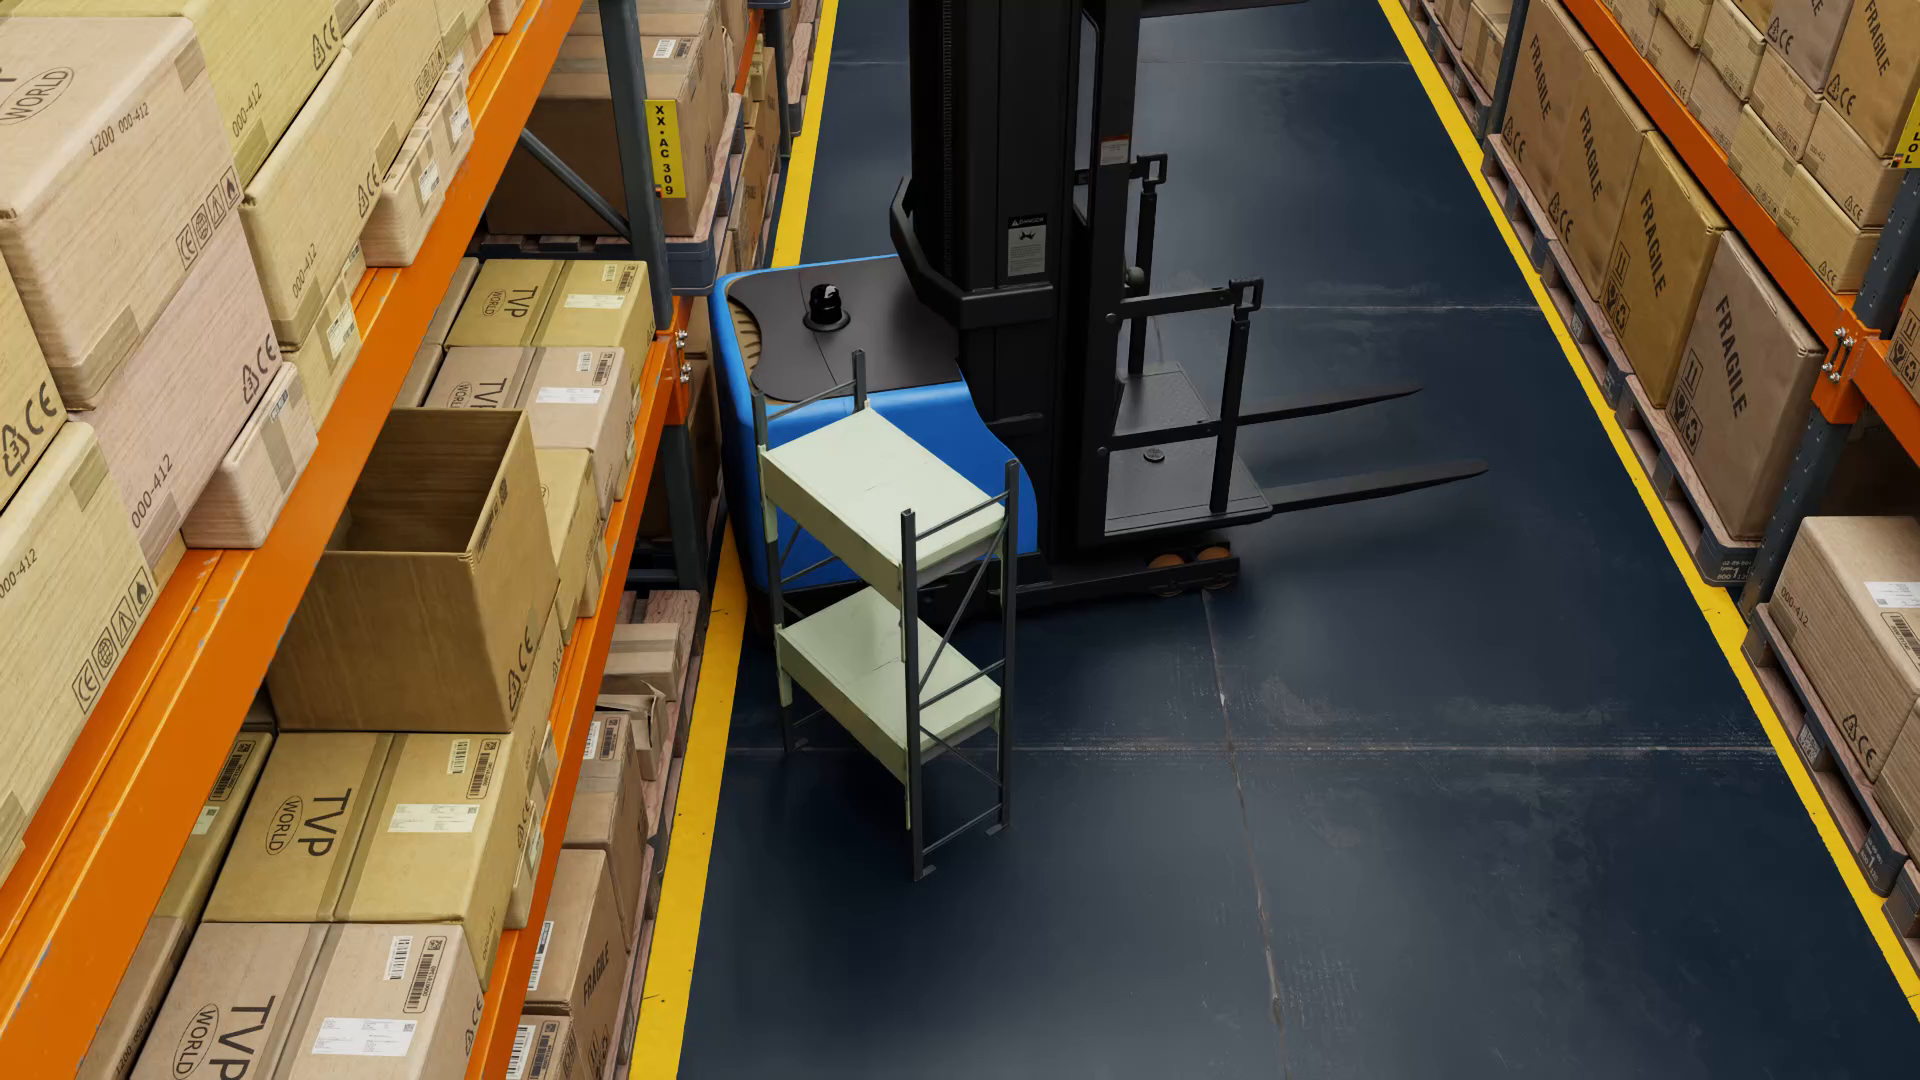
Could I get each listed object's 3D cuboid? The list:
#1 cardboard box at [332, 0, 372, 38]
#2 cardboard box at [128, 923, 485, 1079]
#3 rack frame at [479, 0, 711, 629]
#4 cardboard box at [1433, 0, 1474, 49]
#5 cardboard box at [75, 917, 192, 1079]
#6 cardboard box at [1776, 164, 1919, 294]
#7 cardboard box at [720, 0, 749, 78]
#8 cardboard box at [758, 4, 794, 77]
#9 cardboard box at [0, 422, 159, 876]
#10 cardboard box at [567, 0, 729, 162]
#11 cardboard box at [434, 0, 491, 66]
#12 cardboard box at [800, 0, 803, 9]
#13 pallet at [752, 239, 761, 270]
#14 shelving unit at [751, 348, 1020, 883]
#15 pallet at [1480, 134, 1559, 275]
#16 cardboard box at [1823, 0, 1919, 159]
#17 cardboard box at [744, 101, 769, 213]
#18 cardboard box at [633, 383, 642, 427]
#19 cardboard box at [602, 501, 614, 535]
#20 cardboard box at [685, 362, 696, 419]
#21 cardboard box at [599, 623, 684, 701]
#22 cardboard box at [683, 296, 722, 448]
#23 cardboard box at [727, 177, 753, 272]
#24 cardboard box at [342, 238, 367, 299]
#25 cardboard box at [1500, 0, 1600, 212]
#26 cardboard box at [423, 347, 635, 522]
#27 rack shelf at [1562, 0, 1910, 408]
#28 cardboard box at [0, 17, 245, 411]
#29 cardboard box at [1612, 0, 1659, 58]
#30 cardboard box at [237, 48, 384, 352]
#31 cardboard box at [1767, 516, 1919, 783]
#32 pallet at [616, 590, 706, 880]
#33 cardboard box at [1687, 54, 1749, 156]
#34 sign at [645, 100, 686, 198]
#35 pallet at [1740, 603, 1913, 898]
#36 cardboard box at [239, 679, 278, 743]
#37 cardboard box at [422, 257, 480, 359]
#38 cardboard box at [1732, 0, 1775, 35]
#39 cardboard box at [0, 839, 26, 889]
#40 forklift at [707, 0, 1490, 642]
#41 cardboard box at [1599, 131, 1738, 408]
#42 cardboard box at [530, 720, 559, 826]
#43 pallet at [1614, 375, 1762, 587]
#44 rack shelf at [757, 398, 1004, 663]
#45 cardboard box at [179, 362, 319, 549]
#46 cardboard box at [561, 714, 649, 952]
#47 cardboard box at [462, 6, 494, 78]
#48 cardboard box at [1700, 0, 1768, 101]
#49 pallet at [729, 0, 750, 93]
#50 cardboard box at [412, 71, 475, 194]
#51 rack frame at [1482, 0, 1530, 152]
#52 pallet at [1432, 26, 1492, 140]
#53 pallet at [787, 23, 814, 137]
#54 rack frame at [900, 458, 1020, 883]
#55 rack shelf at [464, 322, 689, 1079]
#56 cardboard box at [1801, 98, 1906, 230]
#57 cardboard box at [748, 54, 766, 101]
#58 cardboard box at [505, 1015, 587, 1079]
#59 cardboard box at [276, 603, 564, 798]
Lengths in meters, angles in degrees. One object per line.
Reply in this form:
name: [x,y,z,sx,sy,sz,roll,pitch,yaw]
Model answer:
cardboard box: [-1.213,-1.022,2.710,0.500,0.250,0.500,1,39,1]
cardboard box: [-1.189,0.973,3.019,0.500,0.250,0.500,0,39,0]
rack frame: [-1.462,-0.871,5.439,1.000,3.000,0.127,0,39,0]
cardboard box: [3.498,-3.332,10.275,0.950,0.372,0.625,-1,39,-1]
cardboard box: [-1.723,0.962,3.032,0.500,0.250,0.500,0,39,0]
cardboard box: [3.249,-1.099,5.843,0.500,0.250,0.500,-1,39,-1]
cardboard box: [-1.240,-2.192,6.670,0.700,0.500,0.500,0,39,0]
cardboard box: [-1.454,-3.000,9.658,0.875,0.625,0.625,1,39,1]
cardboard box: [-1.184,0.124,1.680,0.500,0.250,0.500,0,39,-1]
cardboard box: [-1.239,-1.701,6.058,0.700,0.500,0.500,0,39,0]
cardboard box: [-1.211,-1.153,3.273,0.500,0.250,0.500,1,39,1]
cardboard box: [-1.463,-3.830,10.693,0.875,0.625,0.625,-2,39,-2]
pallet: [-1.505,-1.057,7.900,1.003,0.211,1.213,0,39,0]
shelving unit: [-0.225,0.260,5.226,0.431,1.500,0.755,-27,46,-29]
pallet: [3.423,-1.798,8.824,1.003,0.211,1.213,0,39,0]
cardboard box: [3.250,-1.586,5.451,0.500,0.500,0.500,1,39,1]
cardboard box: [-1.261,-1.984,8.490,0.500,0.500,0.500,-1,39,-1]
cardboard box: [-1.187,-0.411,5.066,0.380,0.149,0.250,1,39,1]
cardboard box: [-1.189,-0.085,4.658,0.380,0.149,0.250,1,39,1]
cardboard box: [-1.196,-0.538,6.167,0.380,0.149,0.250,2,39,2]
cardboard box: [-1.168,0.425,5.765,0.380,0.149,0.250,-1,39,-1]
cardboard box: [-1.248,-0.696,6.882,0.500,0.500,0.500,-1,39,-1]
cardboard box: [-1.238,-1.332,7.677,0.500,0.500,0.500,-1,39,-2]
cardboard box: [-1.202,-0.441,2.704,0.380,0.149,0.250,0,39,-1]
cardboard box: [3.415,-2.282,8.562,0.875,0.875,0.875,0,39,0]
cardboard box: [-1.202,-0.297,4.605,0.500,0.250,0.500,0,39,0]
rack shelf: [3.500,-1.847,7.232,1.077,0.370,4.000,0,39,0]
cardboard box: [-1.188,-0.389,1.920,0.500,0.250,0.500,0,39,0]
cardboard box: [3.259,-2.365,7.422,0.500,0.250,0.500,1,39,1]
cardboard box: [-1.194,-0.514,2.476,0.500,0.250,0.500,-1,39,-1]
cardboard box: [3.395,0.351,5.626,0.875,0.438,0.875,-1,39,-1]
pallet: [-1.462,0.646,5.775,1.003,0.211,1.213,0,39,0]
cardboard box: [3.268,-1.733,6.634,0.500,0.250,0.500,-1,39,-1]
sign: [-0.919,-1.214,5.175,0.100,0.325,0.005,0,39,0]
pallet: [3.424,0.686,5.725,1.003,0.211,1.213,0,39,0]
cardboard box: [-1.719,0.326,3.827,0.500,0.250,0.500,0,39,0]
cardboard box: [-1.731,-0.619,5.006,0.500,0.250,0.500,0,39,-1]
cardboard box: [3.261,-2.226,6.250,0.500,0.500,0.500,1,39,1]
cardboard box: [-1.225,0.358,1.707,0.380,0.149,0.250,1,39,1]
forklift: [0.604,-1.236,5.949,3.031,2.935,1.130,-9,40,-11]
cardboard box: [3.412,-1.165,7.168,0.875,0.875,0.875,1,39,1]
cardboard box: [-1.156,0.552,3.864,0.380,0.149,0.250,1,39,1]
pallet: [3.426,-0.272,6.920,1.003,0.211,1.213,0,39,0]
rack shelf: [-0.225,-0.045,4.982,0.431,0.370,0.720,-27,46,-29]
cardboard box: [-1.132,-0.122,2.306,0.380,0.149,0.250,1,39,1]
cardboard box: [-1.326,0.875,4.922,0.700,0.500,0.500,-1,39,-2]
cardboard box: [-1.211,-1.078,3.498,0.380,0.149,0.250,1,39,1]
cardboard box: [3.244,-1.926,6.475,0.500,0.250,0.500,1,39,1]
pallet: [-1.460,-2.082,7.103,1.003,0.211,1.213,0,39,0]
cardboard box: [-1.135,-0.757,3.098,0.380,0.149,0.250,1,39,1]
rack frame: [3.497,-3.379,8.568,1.000,3.000,0.127,0,39,0]
pallet: [3.498,-2.779,10.049,1.003,0.211,1.213,0,39,0]
pallet: [-1.428,-2.800,10.075,1.003,0.211,1.213,0,39,0]
rack frame: [0.003,0.439,5.003,0.400,1.500,0.023,-27,46,-29]
rack shelf: [-1.460,0.660,4.103,1.077,0.370,4.000,0,39,0]
cardboard box: [3.258,-1.289,5.681,0.500,0.250,0.500,0,39,0]
cardboard box: [-1.181,-2.335,8.410,0.380,0.149,0.250,-2,39,-2]
cardboard box: [-1.325,1.524,4.112,0.700,0.500,0.500,1,39,2]
cardboard box: [-1.215,0.336,3.814,0.500,0.250,0.500,-1,39,-1]
